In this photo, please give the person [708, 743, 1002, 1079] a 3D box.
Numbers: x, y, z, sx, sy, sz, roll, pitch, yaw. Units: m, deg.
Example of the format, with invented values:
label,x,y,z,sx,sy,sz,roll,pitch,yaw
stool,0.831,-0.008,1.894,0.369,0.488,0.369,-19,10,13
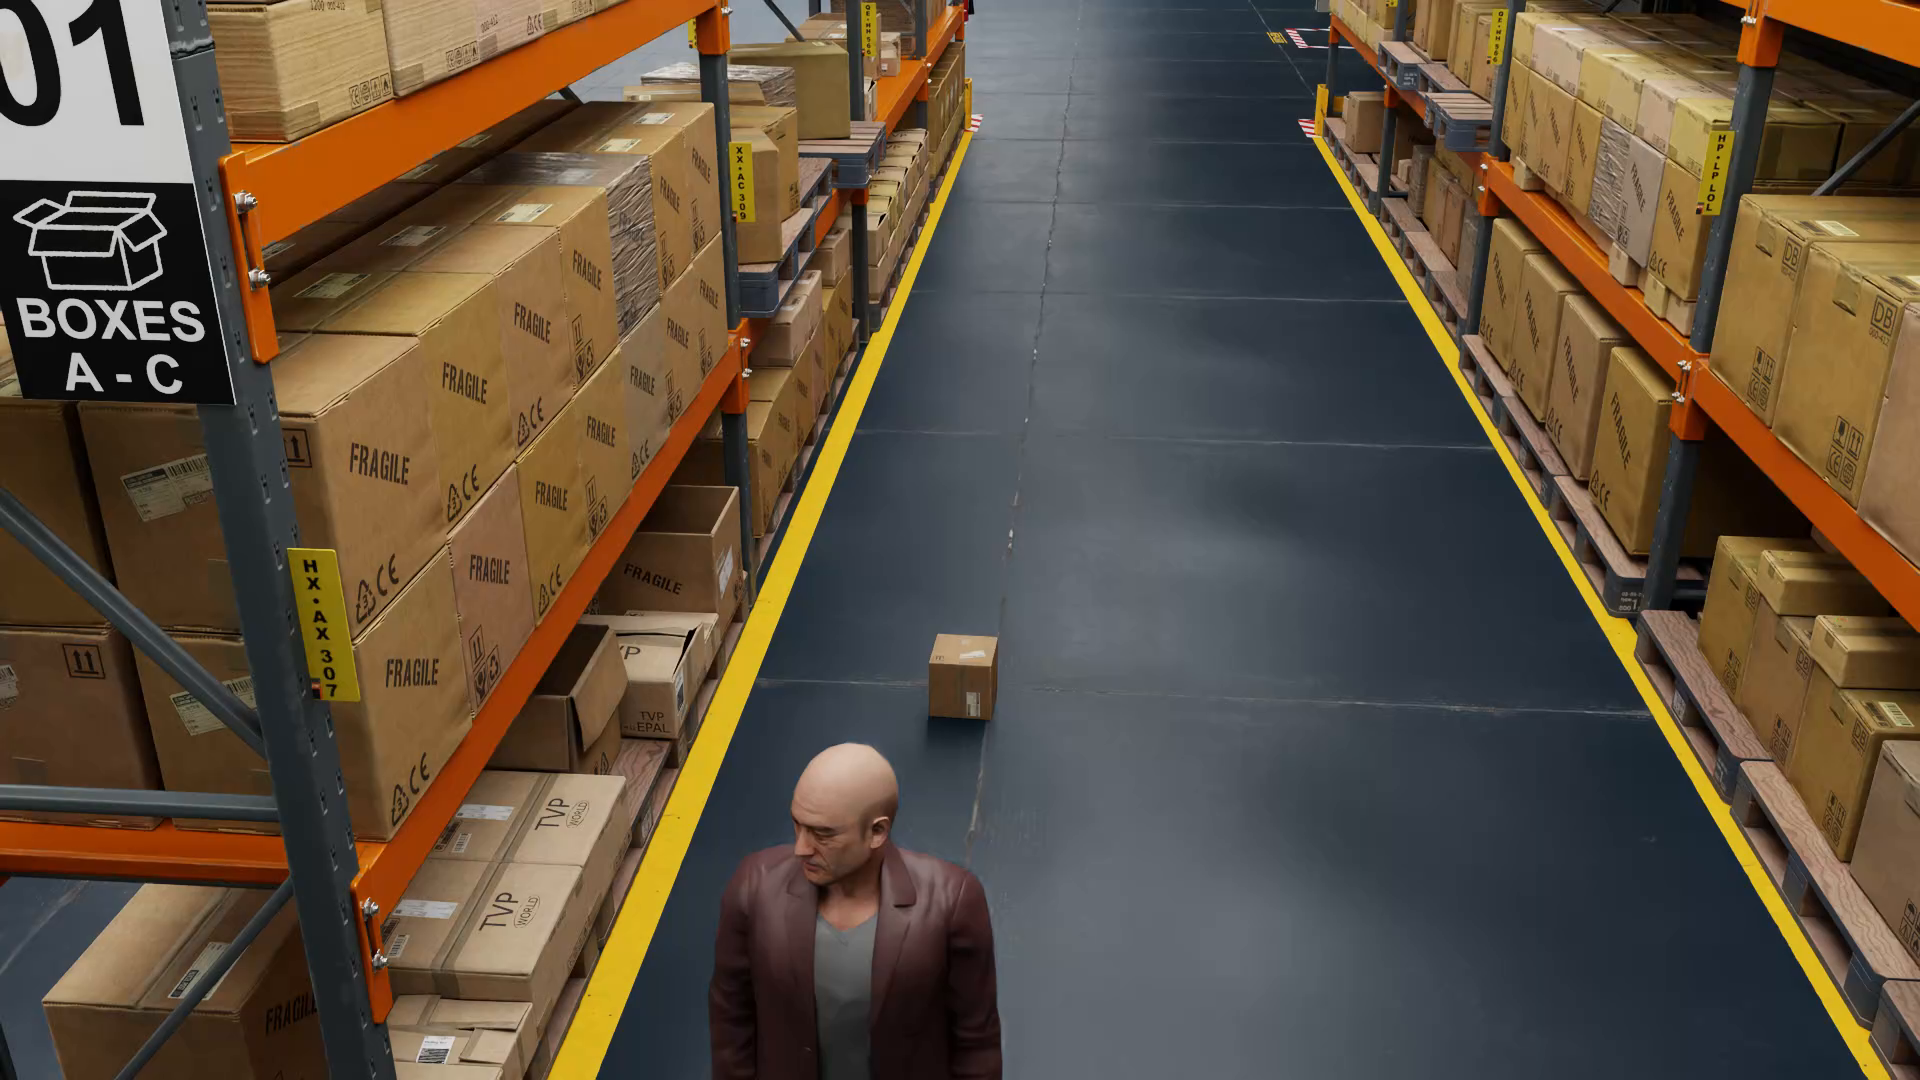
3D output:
label,x,y,z,sx,sy,sz,roll,pitch,yaw
person,-0.210,1.226,3.347,0.594,1.794,0.578,0,24,1
